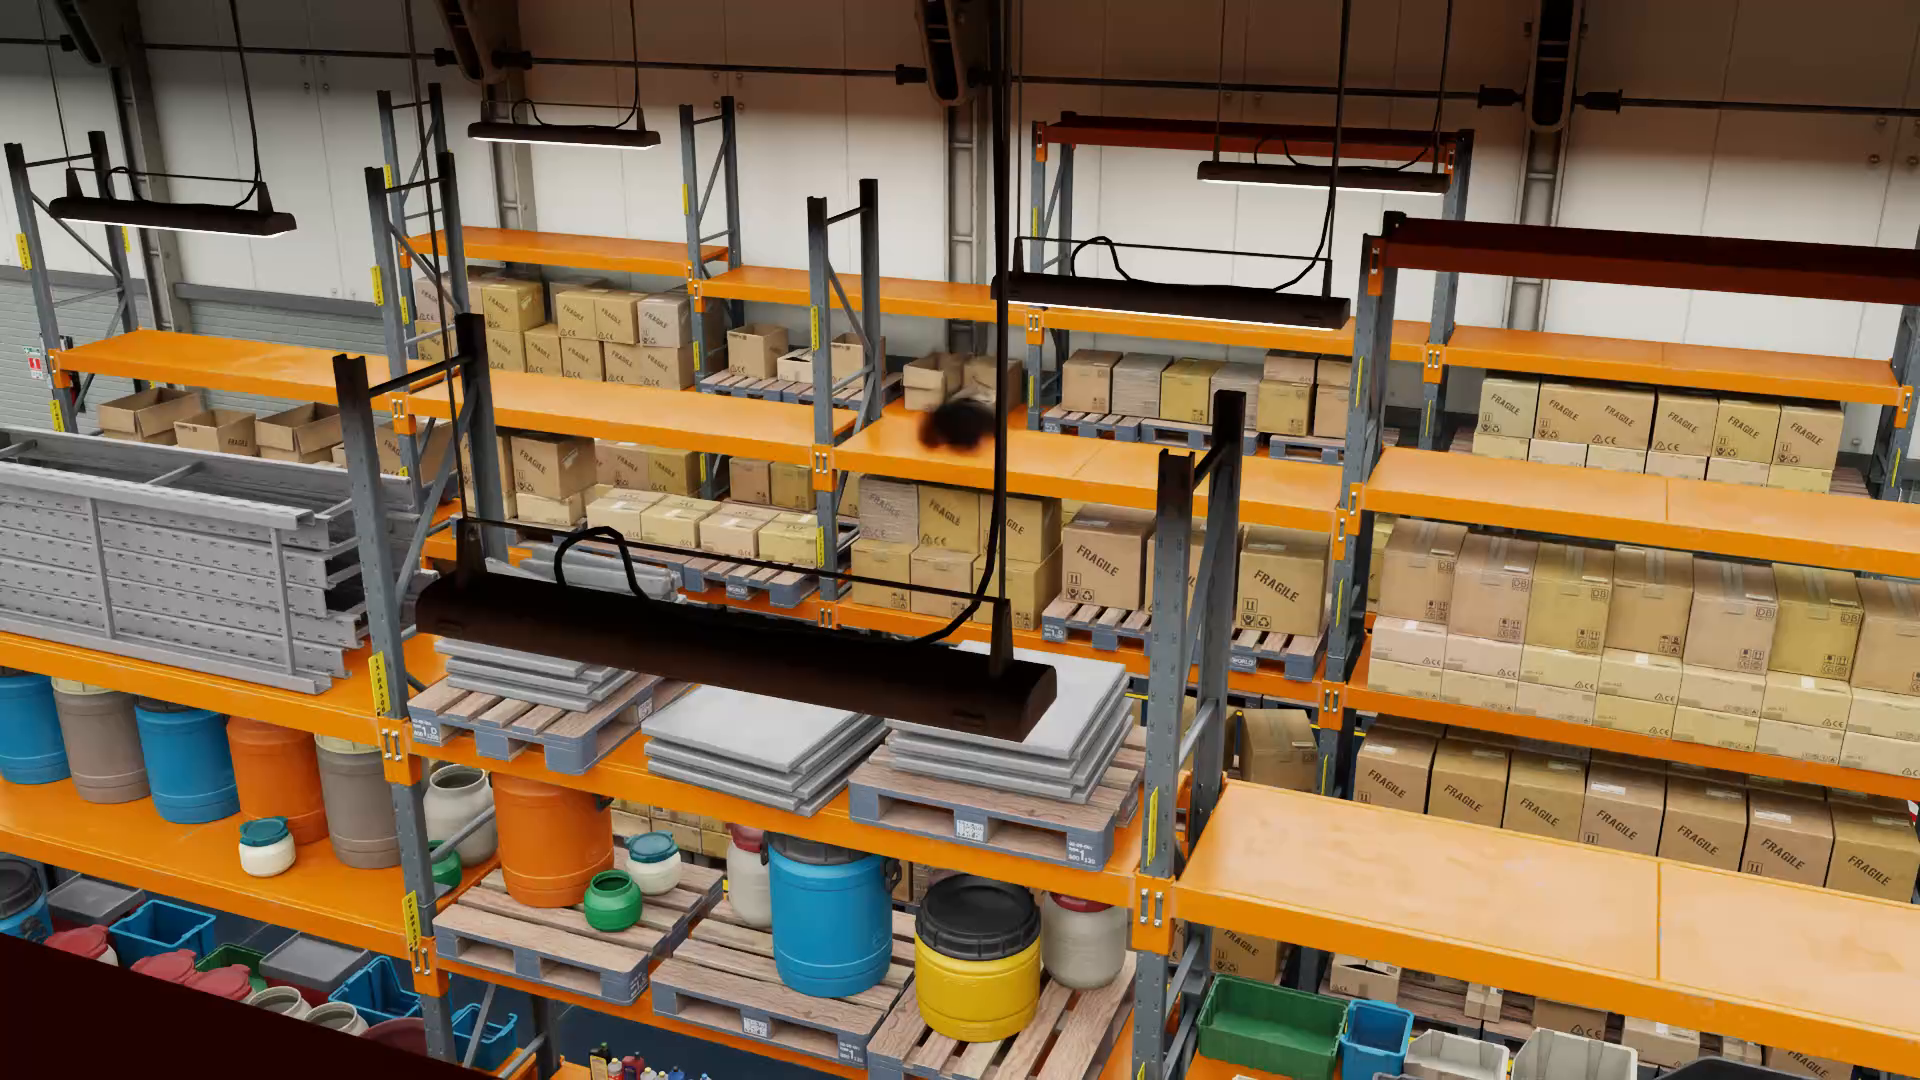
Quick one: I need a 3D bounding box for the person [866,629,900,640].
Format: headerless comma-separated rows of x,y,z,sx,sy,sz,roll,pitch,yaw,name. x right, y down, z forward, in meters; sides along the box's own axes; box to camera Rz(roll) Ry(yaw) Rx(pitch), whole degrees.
-0.732,1.510,16.122,0.791,1.704,0.484,7,22,17,person

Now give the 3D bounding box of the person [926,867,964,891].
0.033,2.937,12.289,0.716,1.715,0.706,2,21,6,person
